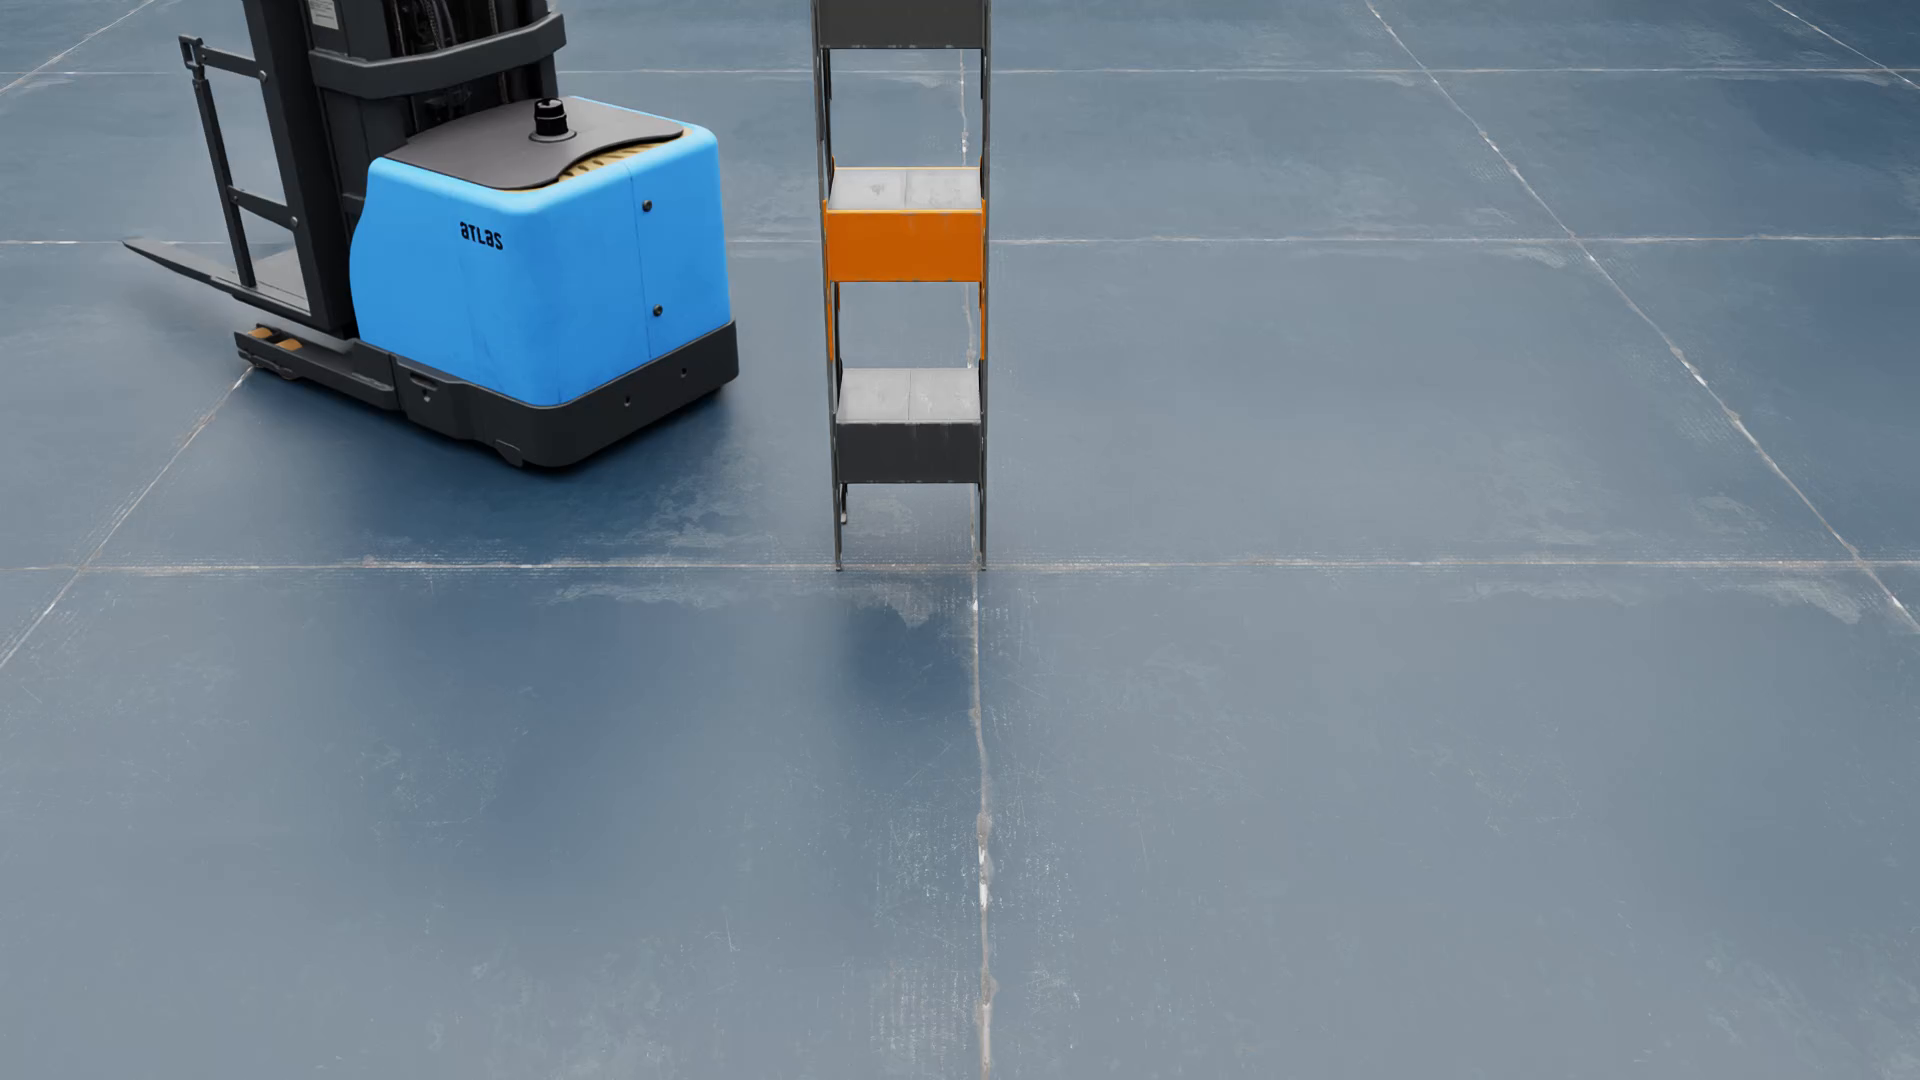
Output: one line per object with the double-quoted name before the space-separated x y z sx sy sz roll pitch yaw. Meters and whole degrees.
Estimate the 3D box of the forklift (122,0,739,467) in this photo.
"forklift" -2.389 -2.111 6.404 3.031 2.935 1.130 20 37 30

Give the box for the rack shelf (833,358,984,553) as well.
"rack shelf" -0.166 -0.287 5.575 0.480 0.518 0.431 0 31 0

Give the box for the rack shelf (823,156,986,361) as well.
"rack shelf" -0.166 -0.886 5.212 0.480 0.518 0.431 0 31 0

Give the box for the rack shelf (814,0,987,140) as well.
"rack shelf" -0.166 -1.484 4.848 0.480 0.518 0.431 0 31 0

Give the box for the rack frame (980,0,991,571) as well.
"rack frame" 0.078 -0.898 5.206 0.015 2.100 0.400 0 31 0

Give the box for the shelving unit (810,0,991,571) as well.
"shelving unit" -0.166 -0.897 5.205 0.503 2.100 0.431 0 31 0

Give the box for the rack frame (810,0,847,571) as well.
"rack frame" -0.410 -0.896 5.203 0.015 2.100 0.400 0 31 0
